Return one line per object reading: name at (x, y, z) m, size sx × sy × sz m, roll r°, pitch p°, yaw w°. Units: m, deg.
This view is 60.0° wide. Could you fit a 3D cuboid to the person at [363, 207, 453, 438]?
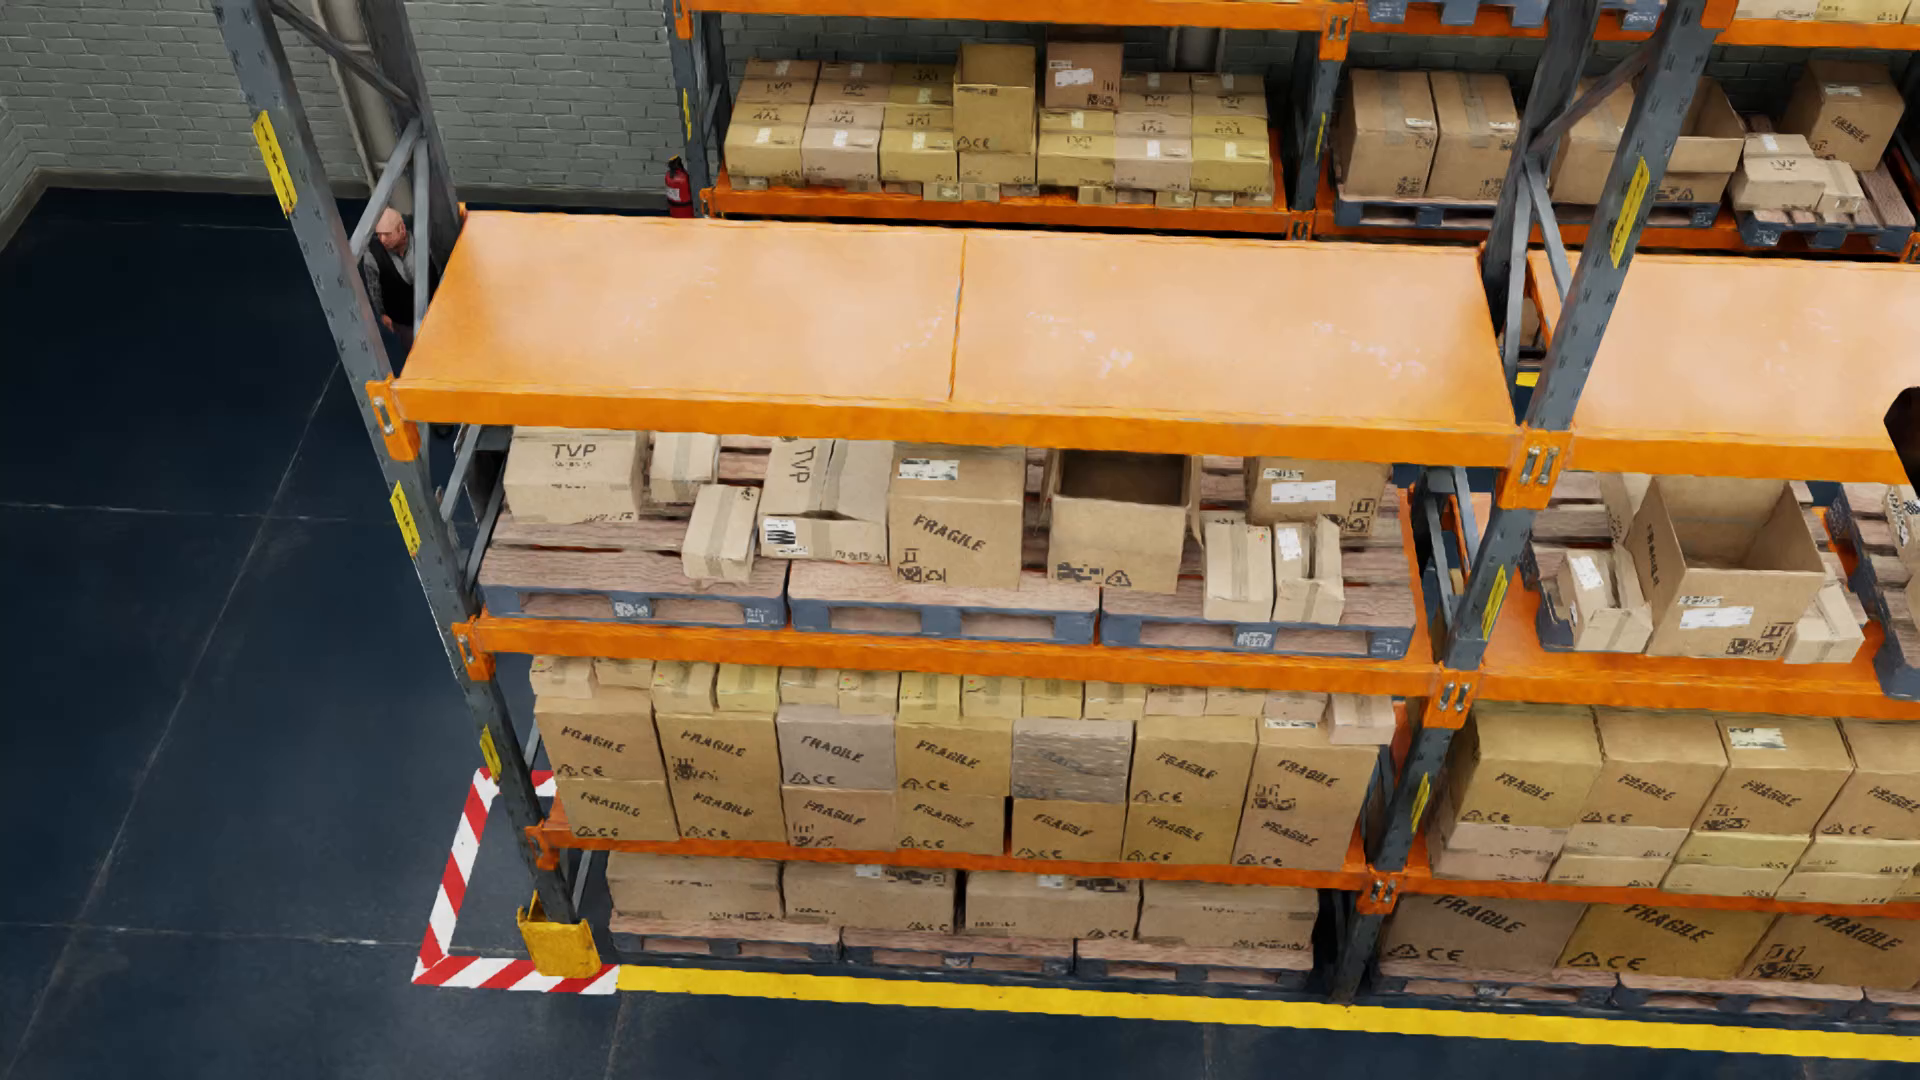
person at (-3.556, -1.525, 10.976) m, size 0.555 × 1.718 × 0.701 m, roll -19°, pitch 51°, yaw -16°
